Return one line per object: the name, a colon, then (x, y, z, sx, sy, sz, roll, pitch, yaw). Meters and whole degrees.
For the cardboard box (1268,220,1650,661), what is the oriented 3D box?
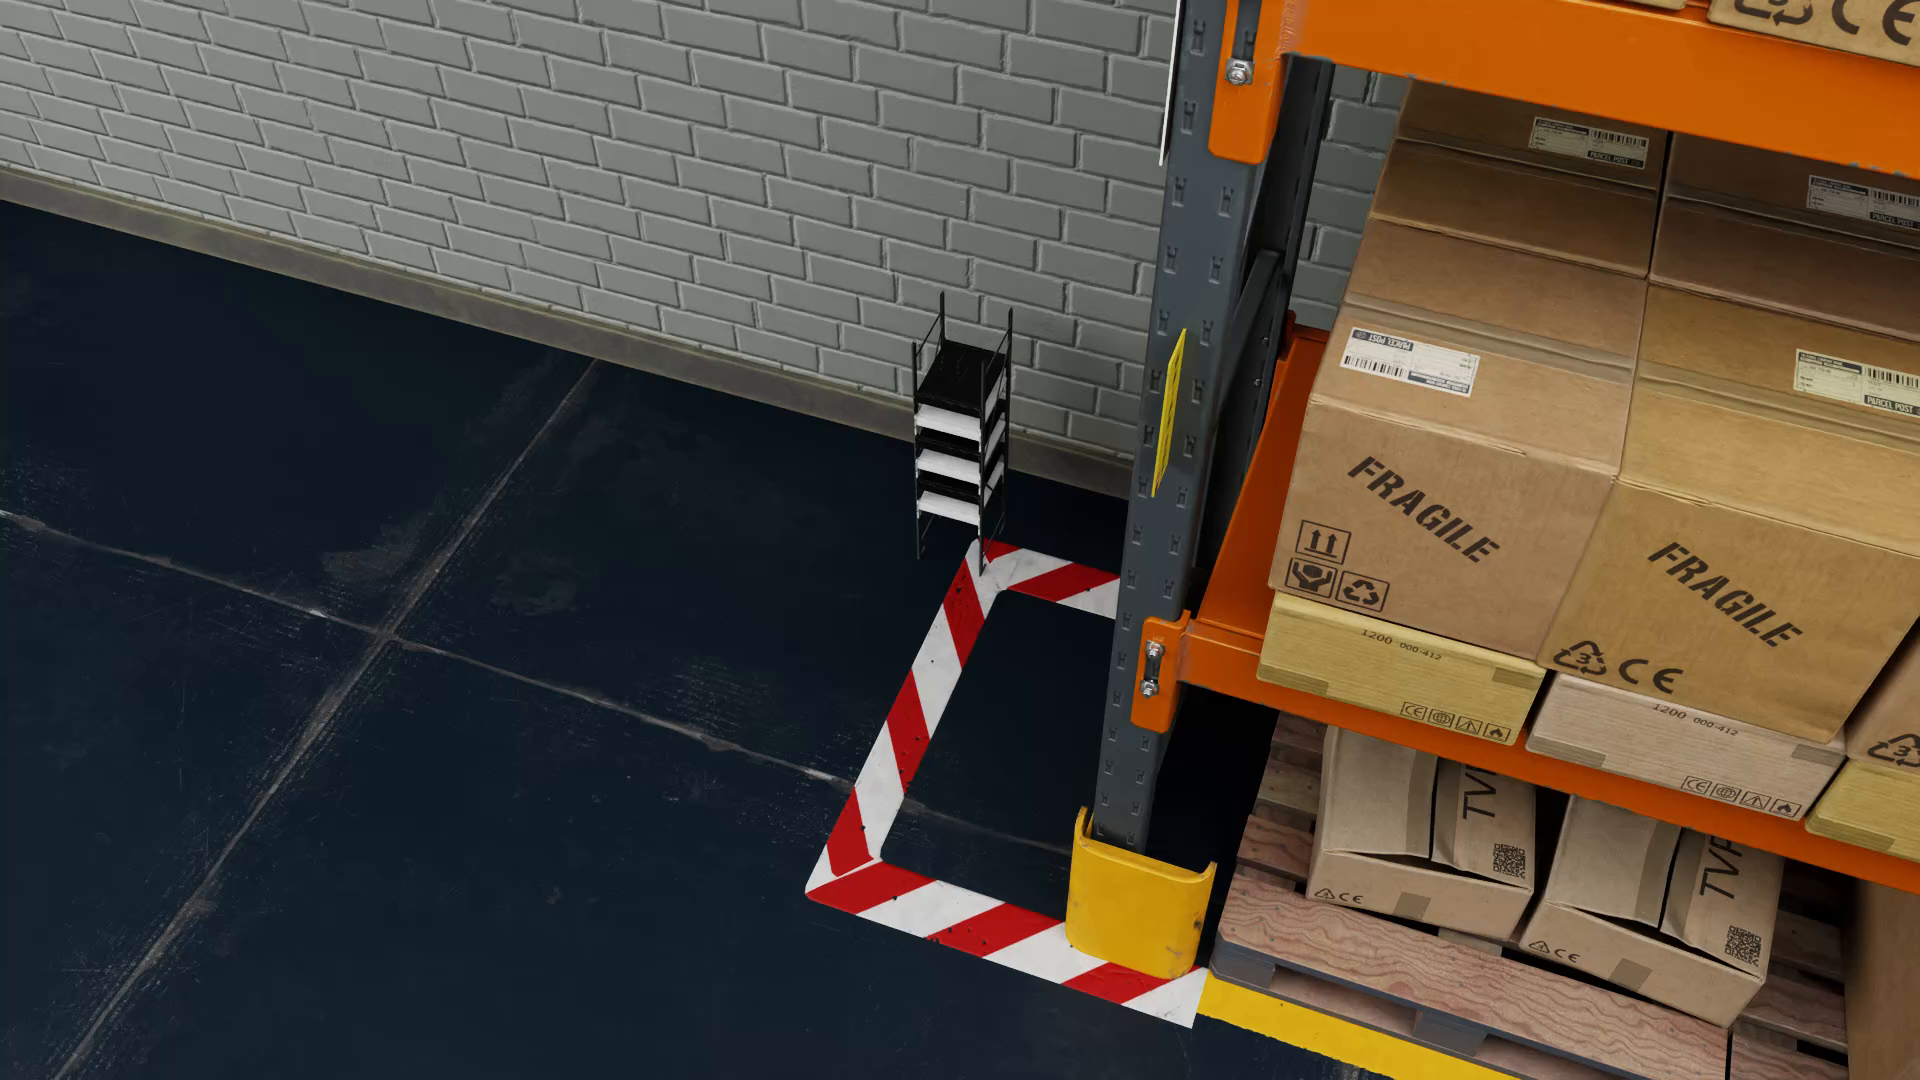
cardboard box: (0.893, -0.183, 3.013, 0.500, 0.500, 0.500, 16, 51, 13)

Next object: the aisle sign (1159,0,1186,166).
aisle sign: (0.378, -0.976, 2.390, 0.004, 0.787, 0.394, 16, 51, 13)

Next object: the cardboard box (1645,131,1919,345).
cardboard box: (1.534, -0.409, 3.210, 0.500, 0.500, 0.500, 16, 51, 14)

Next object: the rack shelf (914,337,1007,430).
rack shelf: (0.007, -0.448, 4.729, 0.200, 0.077, 0.258, 16, 51, 13)

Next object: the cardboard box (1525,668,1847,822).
cardboard box: (1.389, 0.203, 3.175, 0.500, 0.250, 0.500, 14, 51, 12)

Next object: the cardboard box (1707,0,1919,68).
cardboard box: (1.268, -0.909, 1.988, 0.500, 0.500, 0.500, 19, 52, 16)

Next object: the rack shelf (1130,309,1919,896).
rack shelf: (2.425, 0.441, 3.358, 4.000, 0.370, 1.077, 16, 51, 13)

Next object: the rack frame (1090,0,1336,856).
rack frame: (0.549, -0.318, 3.541, 0.127, 3.000, 1.000, 16, 51, 13)

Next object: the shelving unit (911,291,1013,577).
shelving unit: (0.007, -0.293, 4.908, 0.210, 0.900, 0.258, 16, 51, 13)

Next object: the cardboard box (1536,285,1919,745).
cardboard box: (1.353, -0.046, 2.895, 0.500, 0.500, 0.500, 16, 51, 13)

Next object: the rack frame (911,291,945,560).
rack frame: (-0.088, -0.319, 4.931, 0.006, 0.900, 0.240, 16, 51, 13)

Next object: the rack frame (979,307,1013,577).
rack frame: (0.103, -0.266, 4.885, 0.006, 0.900, 0.240, 16, 51, 13)

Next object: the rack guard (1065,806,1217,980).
rack guard: (0.621, 0.521, 4.468, 0.348, 0.500, 1.175, 16, 51, 13)

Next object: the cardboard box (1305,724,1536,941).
cardboard box: (1.167, 0.664, 4.178, 0.500, 0.311, 0.500, 10, 50, 9)

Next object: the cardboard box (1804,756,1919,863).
cardboard box: (1.865, 0.341, 3.055, 0.500, 0.250, 0.500, 15, 51, 13)

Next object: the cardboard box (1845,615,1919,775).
cardboard box: (1.836, 0.093, 2.774, 0.500, 0.500, 0.500, 14, 51, 12)

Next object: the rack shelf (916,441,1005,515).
rack shelf: (0.007, -0.212, 5.001, 0.200, 0.077, 0.258, 16, 51, 13)

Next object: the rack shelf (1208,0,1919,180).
rack shelf: (2.425, -0.541, 2.225, 4.000, 0.370, 1.077, 16, 51, 13)

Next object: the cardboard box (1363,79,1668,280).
cardboard box: (1.065, -0.548, 3.330, 0.500, 0.500, 0.500, 15, 51, 13)

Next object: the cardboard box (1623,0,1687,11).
cardboard box: (0.776, -1.075, 2.132, 0.500, 0.500, 0.500, 17, 51, 14)

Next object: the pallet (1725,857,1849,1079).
pallet: (2.511, 1.174, 4.093, 1.213, 0.211, 1.003, 16, 51, 13)

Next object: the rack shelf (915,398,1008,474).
rack shelf: (0.007, -0.330, 4.865, 0.200, 0.077, 0.258, 16, 51, 13)

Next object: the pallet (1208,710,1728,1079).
pallet: (1.370, 0.853, 4.371, 1.213, 0.211, 1.003, 16, 51, 13)

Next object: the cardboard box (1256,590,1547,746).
cardboard box: (0.897, 0.078, 3.284, 0.500, 0.250, 0.500, 14, 51, 12)

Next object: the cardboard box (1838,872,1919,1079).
cardboard box: (2.373, 0.979, 3.780, 0.500, 0.500, 0.700, 13, 50, 11)

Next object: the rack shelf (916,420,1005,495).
rack shelf: (0.007, -0.271, 4.933, 0.200, 0.077, 0.258, 16, 51, 13)

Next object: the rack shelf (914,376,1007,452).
rack shelf: (0.007, -0.389, 4.797, 0.200, 0.077, 0.258, 16, 51, 13)

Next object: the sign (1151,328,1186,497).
sign: (0.361, -0.217, 2.880, 0.005, 0.325, 0.100, 16, 51, 13)

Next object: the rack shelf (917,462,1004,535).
rack shelf: (0.008, -0.153, 5.069, 0.200, 0.077, 0.258, 16, 51, 13)

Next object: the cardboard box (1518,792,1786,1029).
cardboard box: (1.702, 0.813, 4.049, 0.500, 0.311, 0.500, 19, 52, 16)
